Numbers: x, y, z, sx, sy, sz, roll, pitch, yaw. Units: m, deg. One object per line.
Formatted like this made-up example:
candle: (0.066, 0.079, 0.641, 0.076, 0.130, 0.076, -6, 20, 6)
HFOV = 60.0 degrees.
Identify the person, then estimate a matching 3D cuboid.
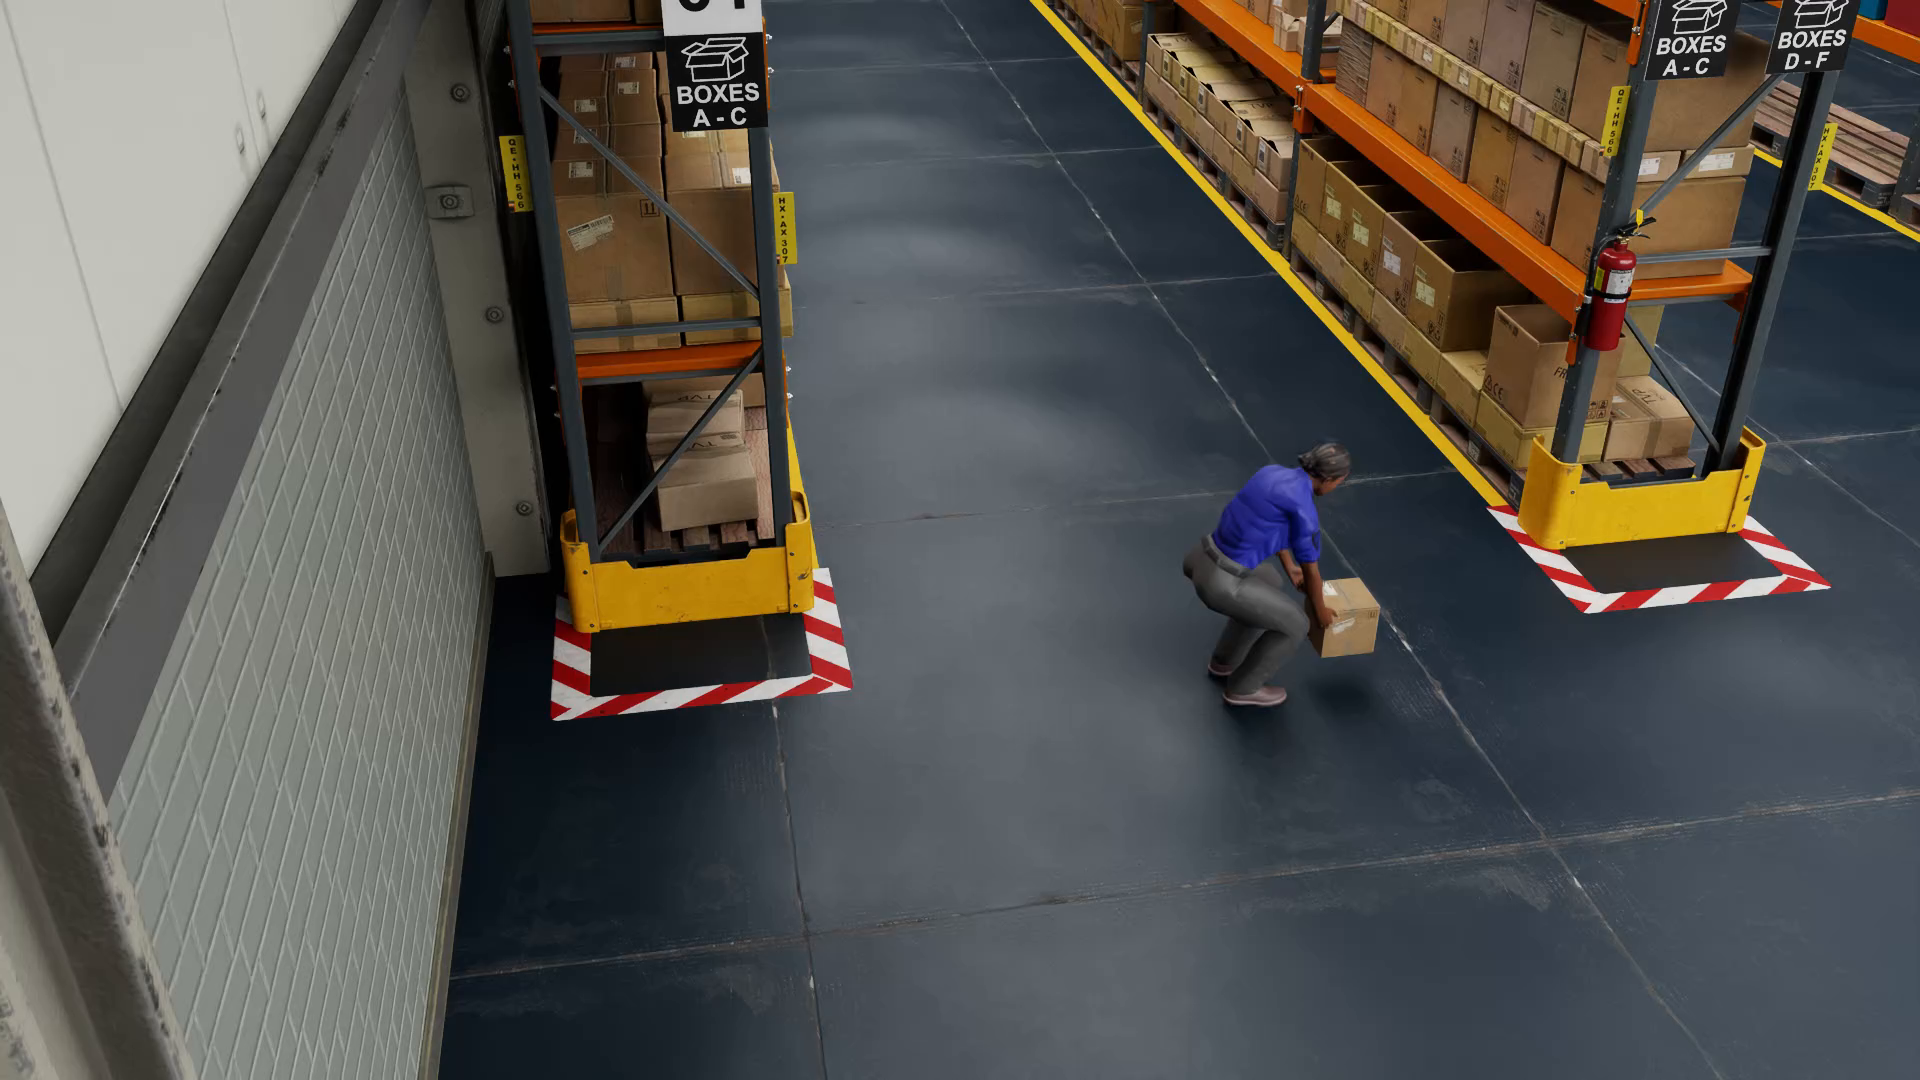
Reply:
person: (1.334, 0.136, 7.368, 0.716, 1.195, 0.497, -5, 31, -9)
